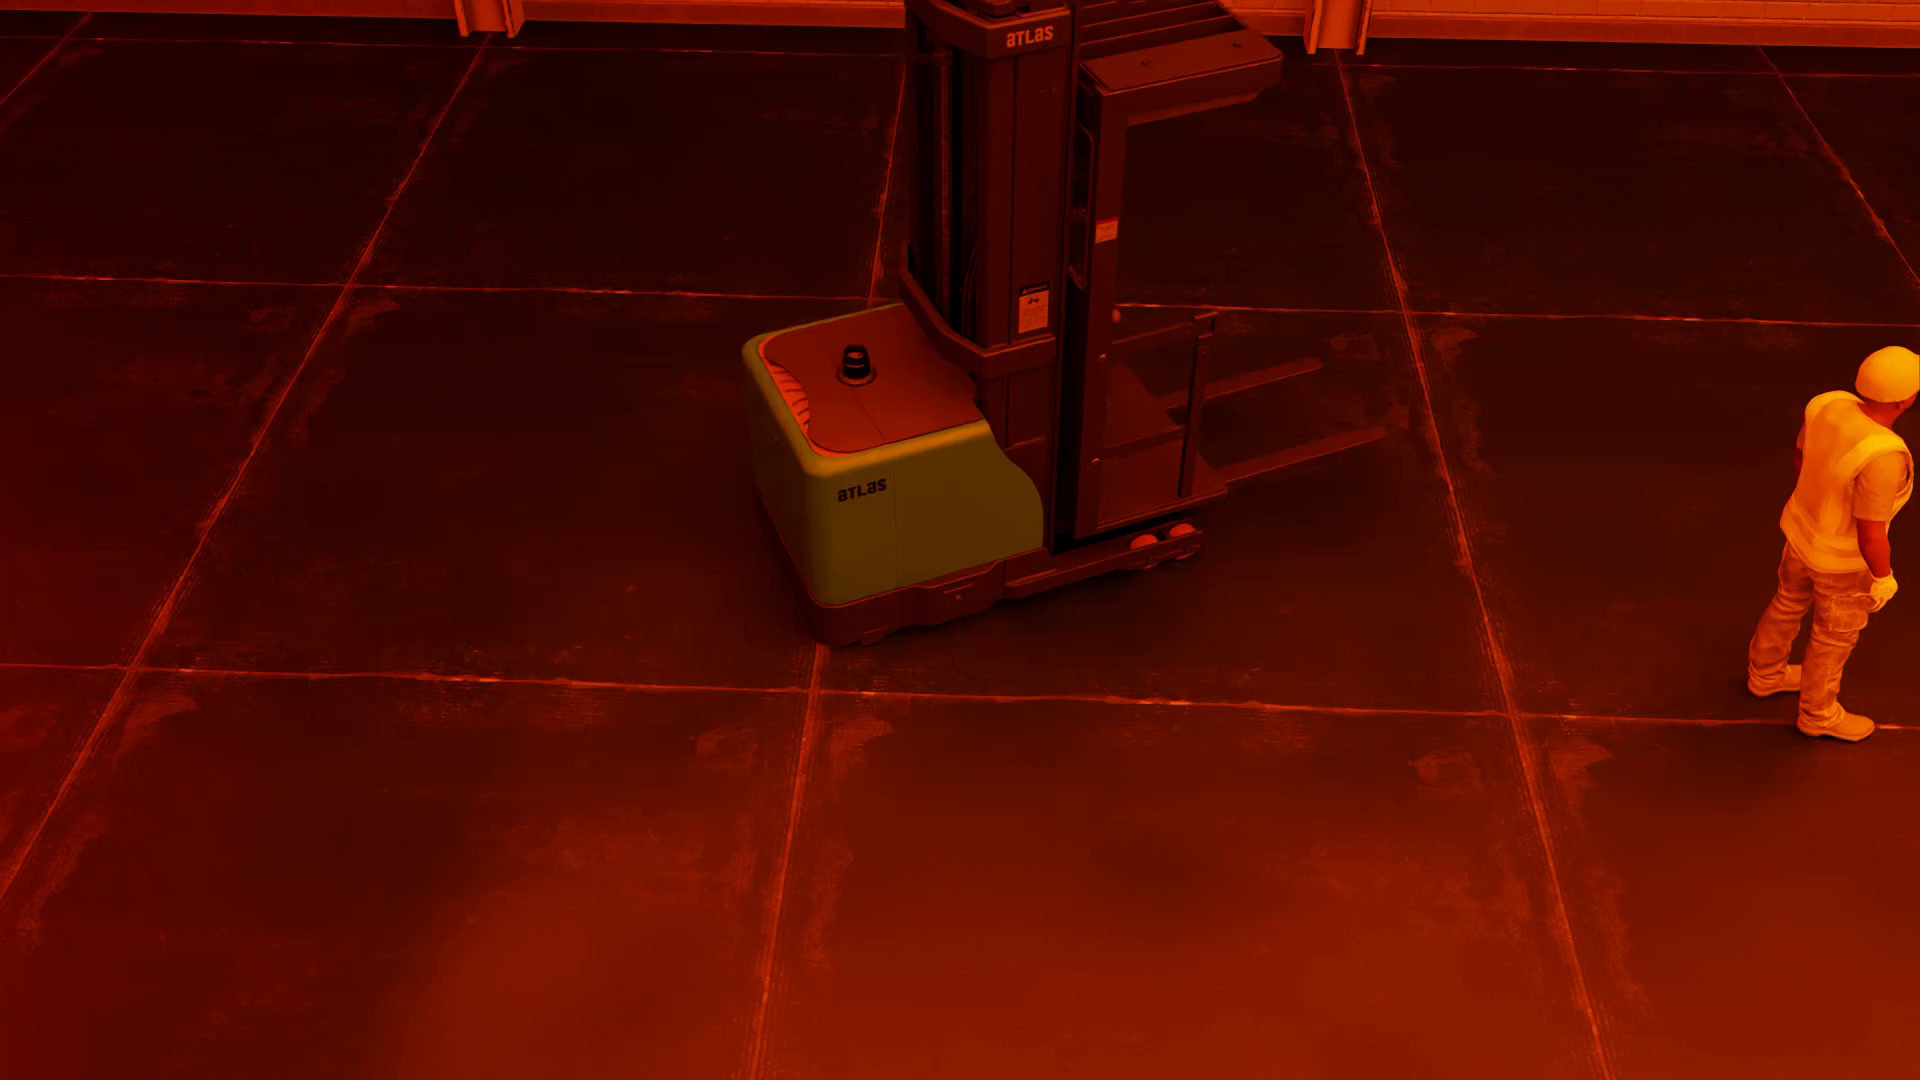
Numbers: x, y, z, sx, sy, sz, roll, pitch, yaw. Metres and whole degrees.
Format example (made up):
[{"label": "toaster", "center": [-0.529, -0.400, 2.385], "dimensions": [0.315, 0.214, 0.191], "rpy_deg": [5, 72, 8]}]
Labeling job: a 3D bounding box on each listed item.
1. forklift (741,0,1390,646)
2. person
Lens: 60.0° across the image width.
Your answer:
[{"label": "forklift", "center": [0.591, -1.258, 7.121], "dimensions": [3.031, 2.935, 1.130], "rpy_deg": [-16, 45, -17]}, {"label": "person", "center": [3.537, -0.005, 6.589], "dimensions": [0.573, 1.783, 0.655], "rpy_deg": [-3, 43, -4]}]
